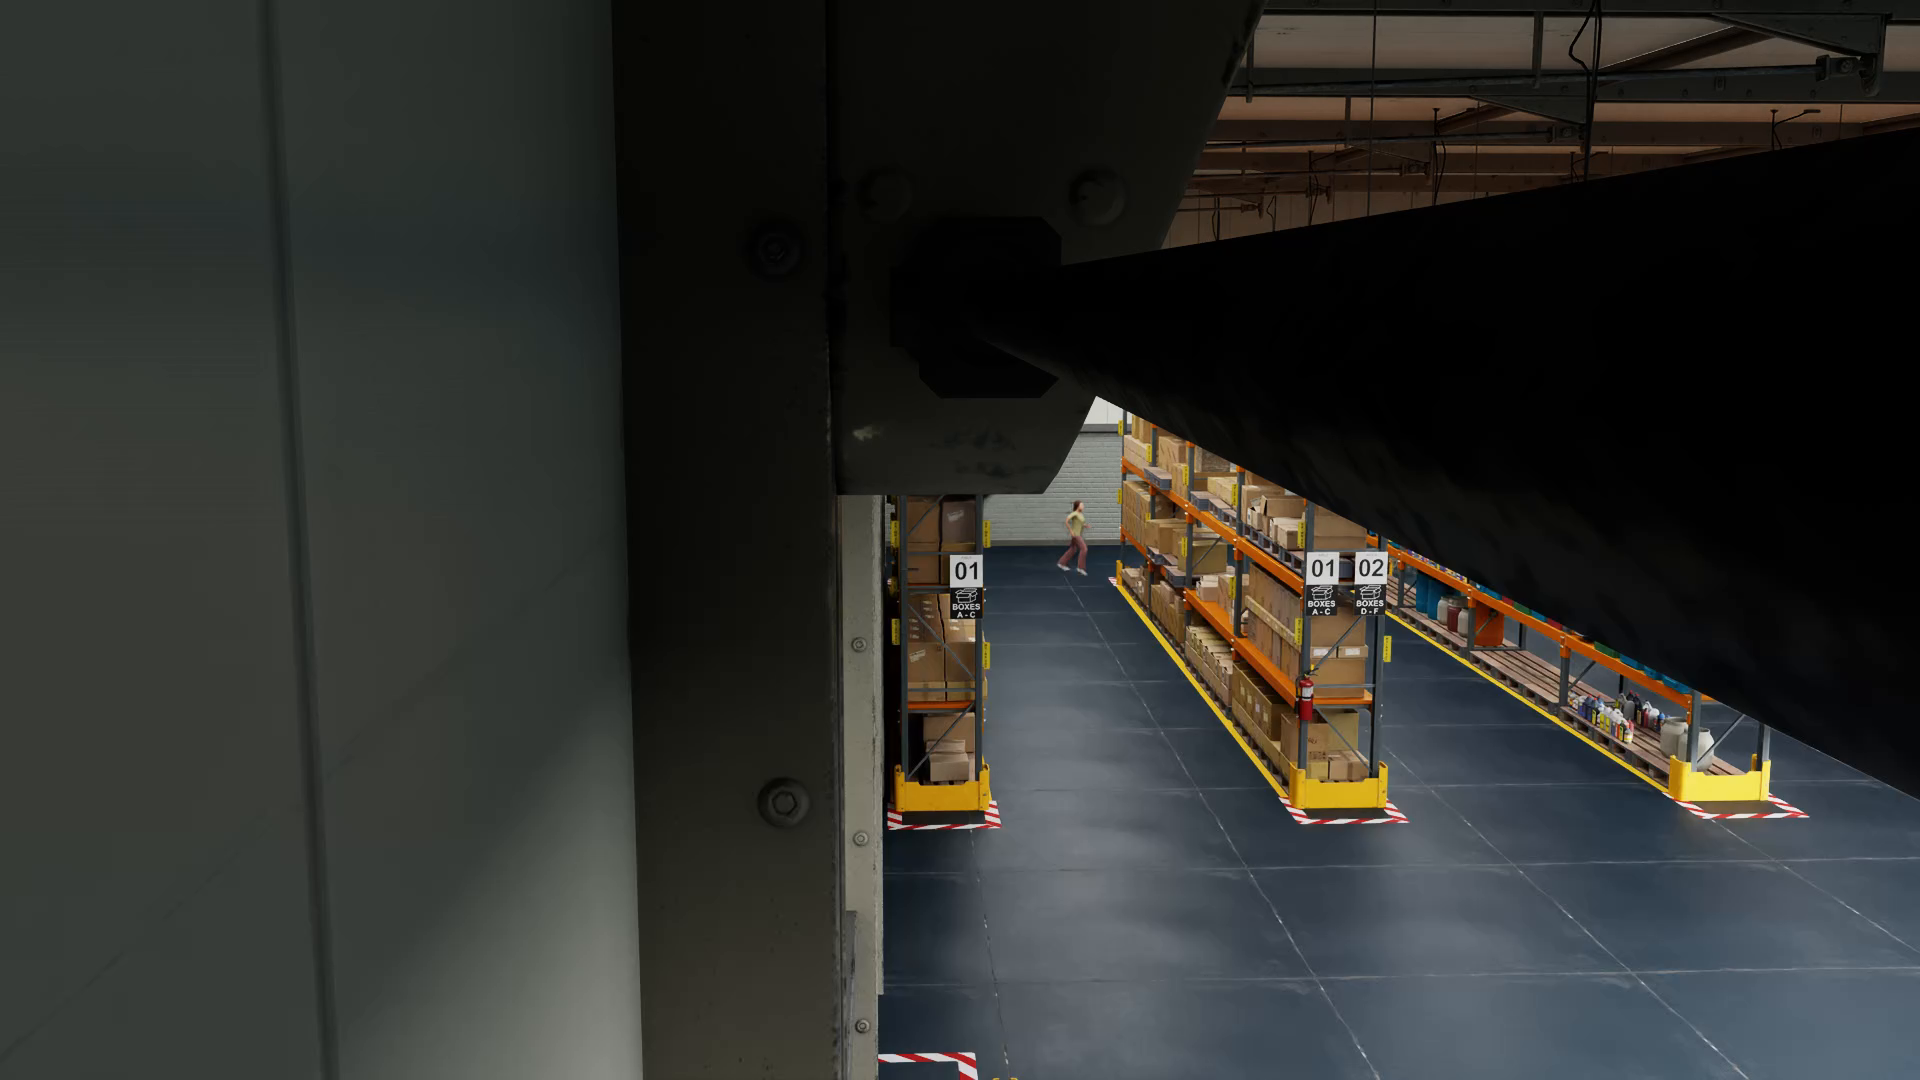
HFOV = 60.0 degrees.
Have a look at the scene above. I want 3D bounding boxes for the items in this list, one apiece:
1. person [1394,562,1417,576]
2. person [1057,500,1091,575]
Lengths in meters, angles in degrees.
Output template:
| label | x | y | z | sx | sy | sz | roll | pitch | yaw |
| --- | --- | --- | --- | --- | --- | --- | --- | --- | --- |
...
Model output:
| label | x | y | z | sx | sy | sz | roll | pitch | yaw |
| --- | --- | --- | --- | --- | --- | --- | --- | --- | --- |
| person | 10.128 | -0.017 | 37.523 | 0.664 | 1.770 | 0.747 | 4 | 9 | 23 |
| person | 2.589 | -0.057 | 37.823 | 0.774 | 1.723 | 0.561 | 3 | 9 | 17 |
